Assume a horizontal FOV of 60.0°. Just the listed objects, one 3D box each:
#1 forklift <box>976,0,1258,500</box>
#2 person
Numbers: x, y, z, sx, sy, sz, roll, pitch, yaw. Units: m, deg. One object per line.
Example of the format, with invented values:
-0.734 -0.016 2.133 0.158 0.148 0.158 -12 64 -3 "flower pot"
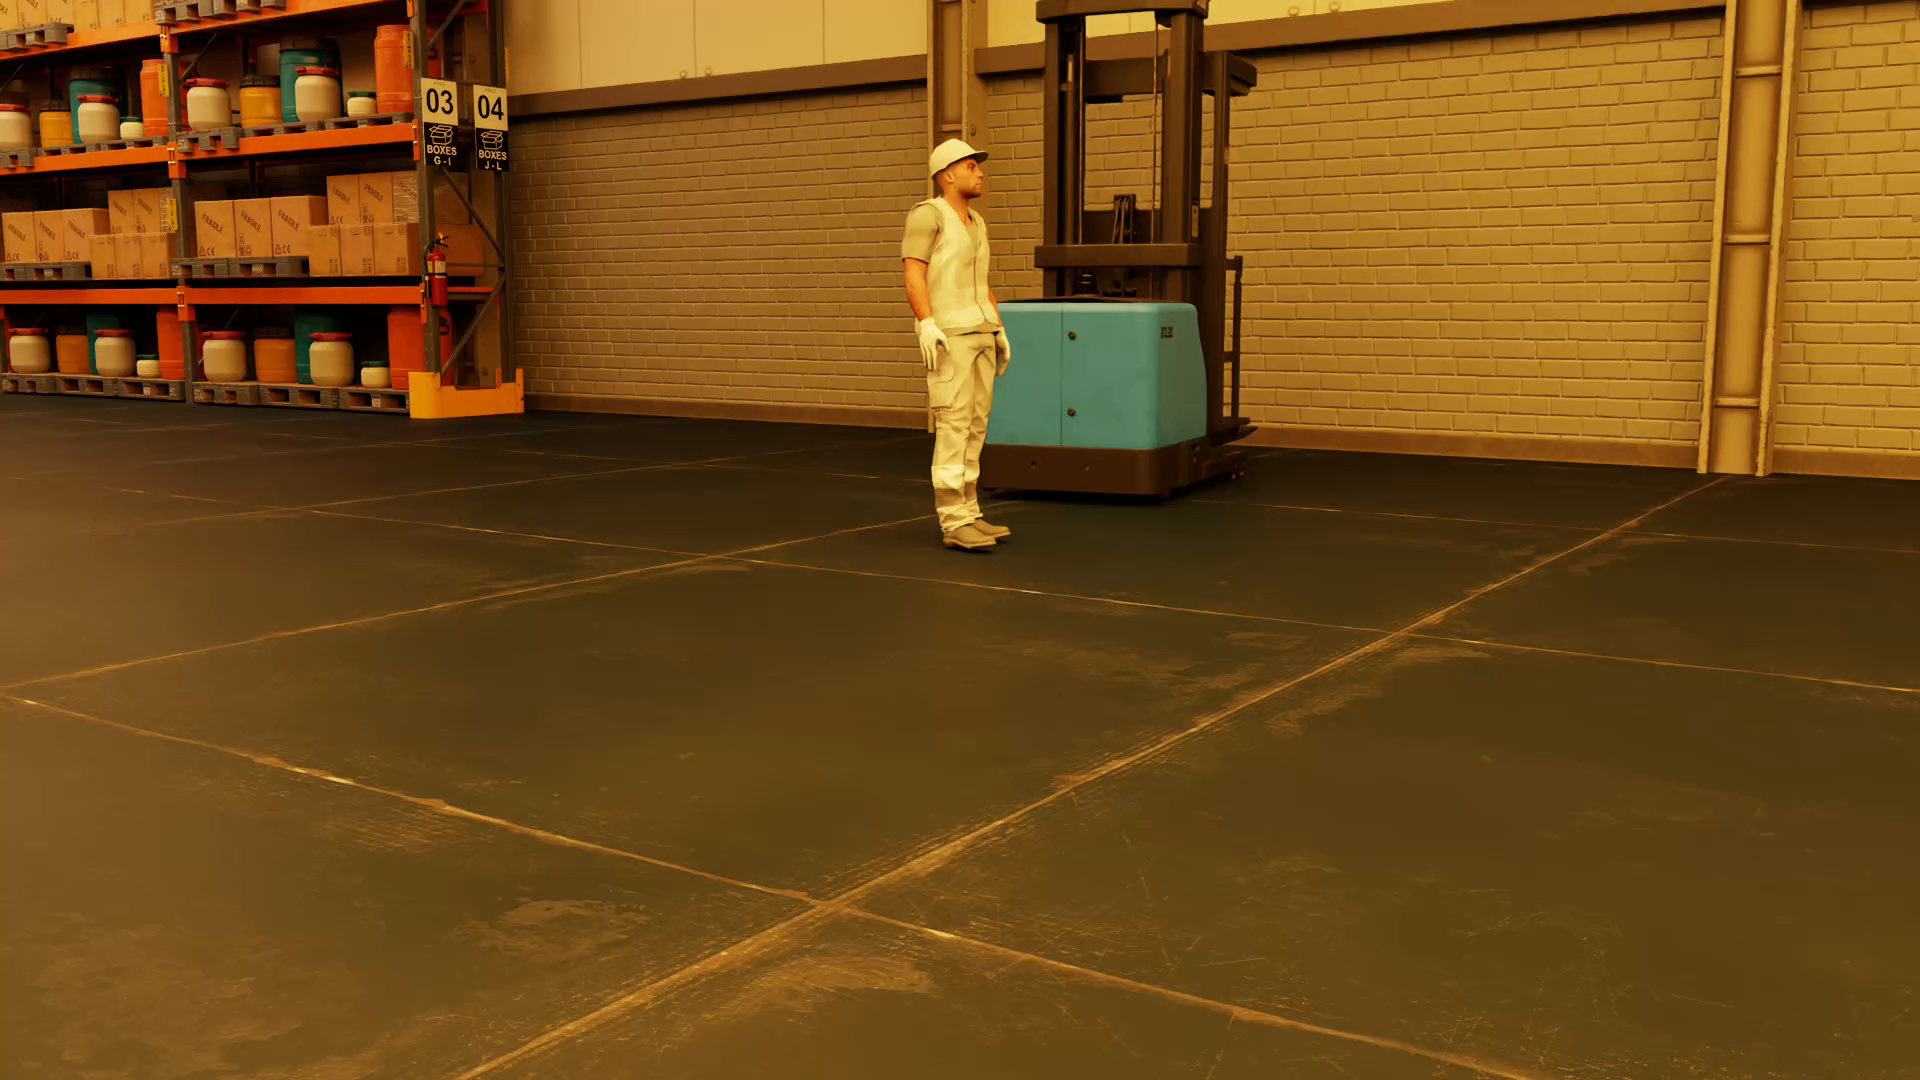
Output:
1.145 -1.837 10.111 1.130 2.935 3.031 4 9 23 "forklift"
0.062 -0.885 7.422 0.560 1.789 0.636 5 10 34 "person"
